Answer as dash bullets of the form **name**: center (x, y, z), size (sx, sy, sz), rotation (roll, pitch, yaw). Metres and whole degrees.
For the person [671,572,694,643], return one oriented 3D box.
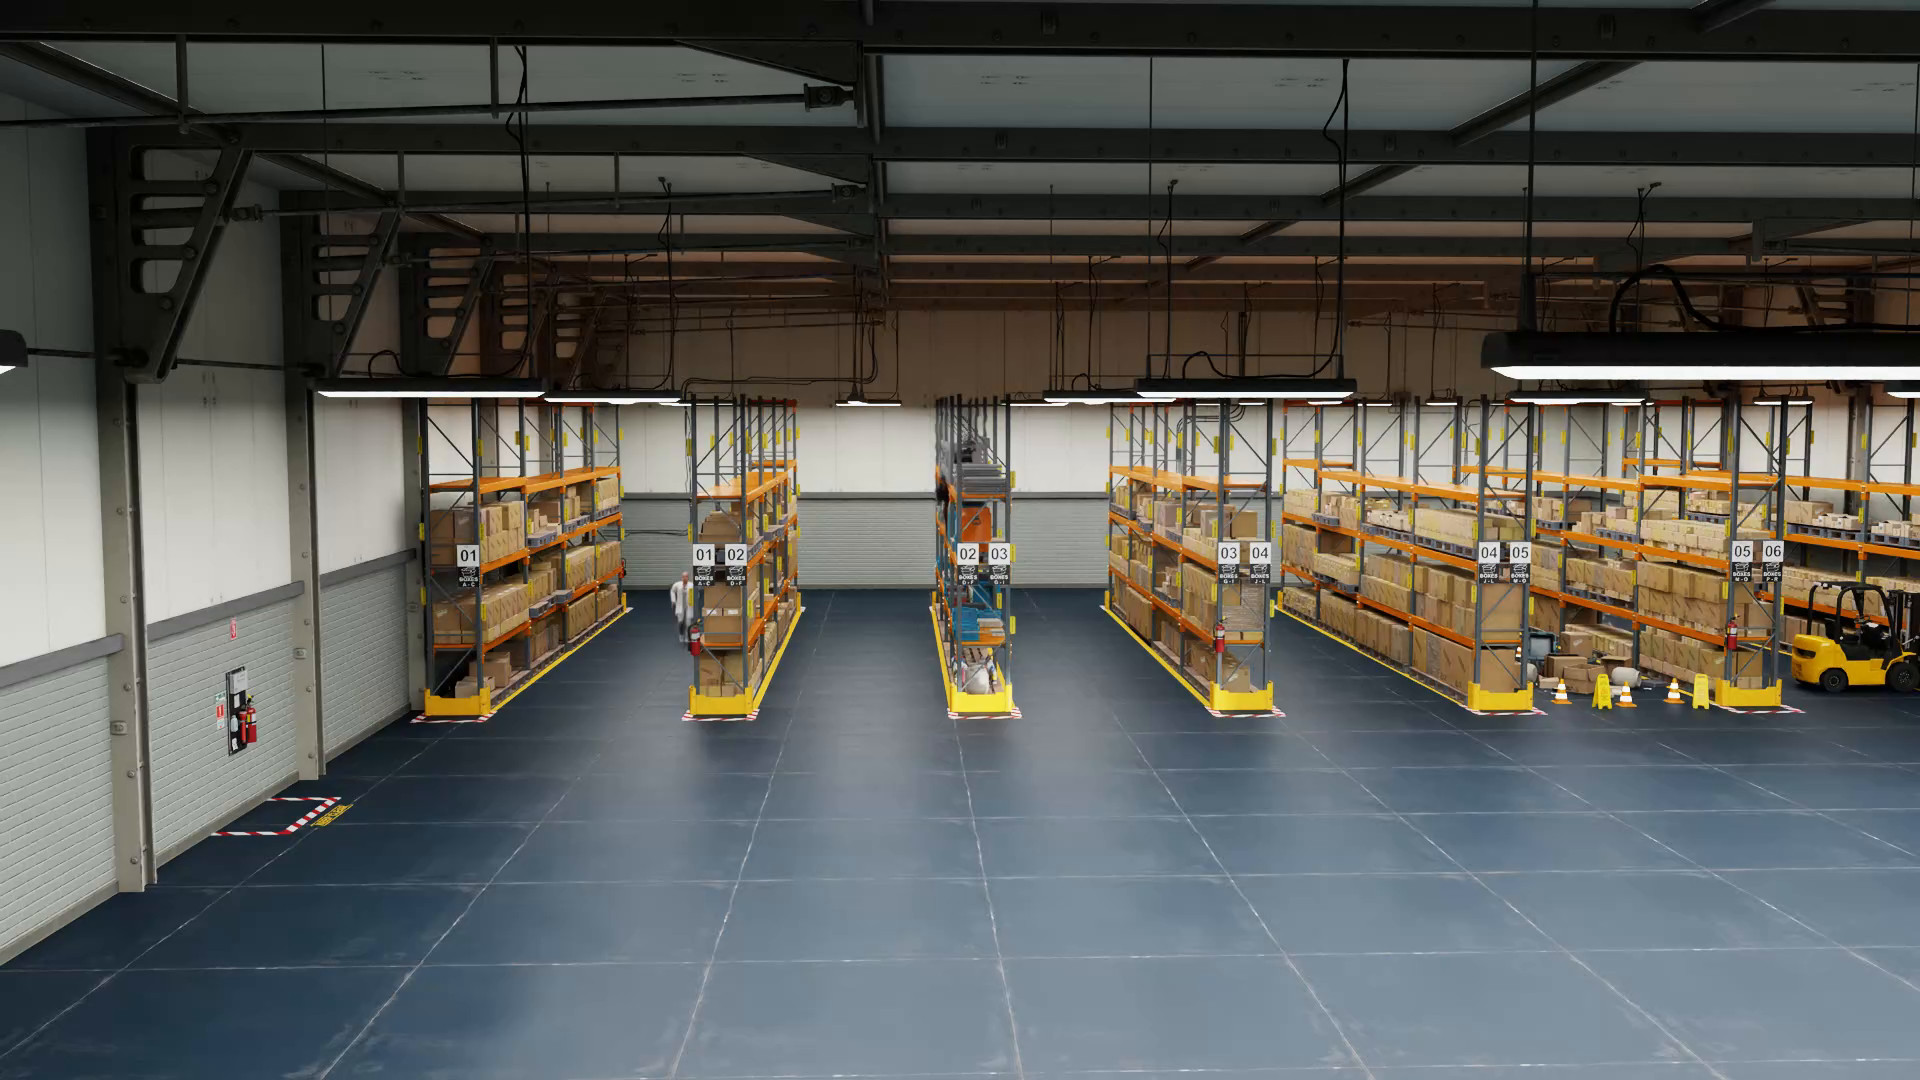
- **person**: center (-6.710, 1.651, 40.526), size (0.678, 1.745, 0.808), rotation (-1, 5, -9)

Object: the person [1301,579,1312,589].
- **person**: center (10.358, 1.116, 49.084), size (0.469, 1.539, 0.795), rotation (3, 5, 32)
